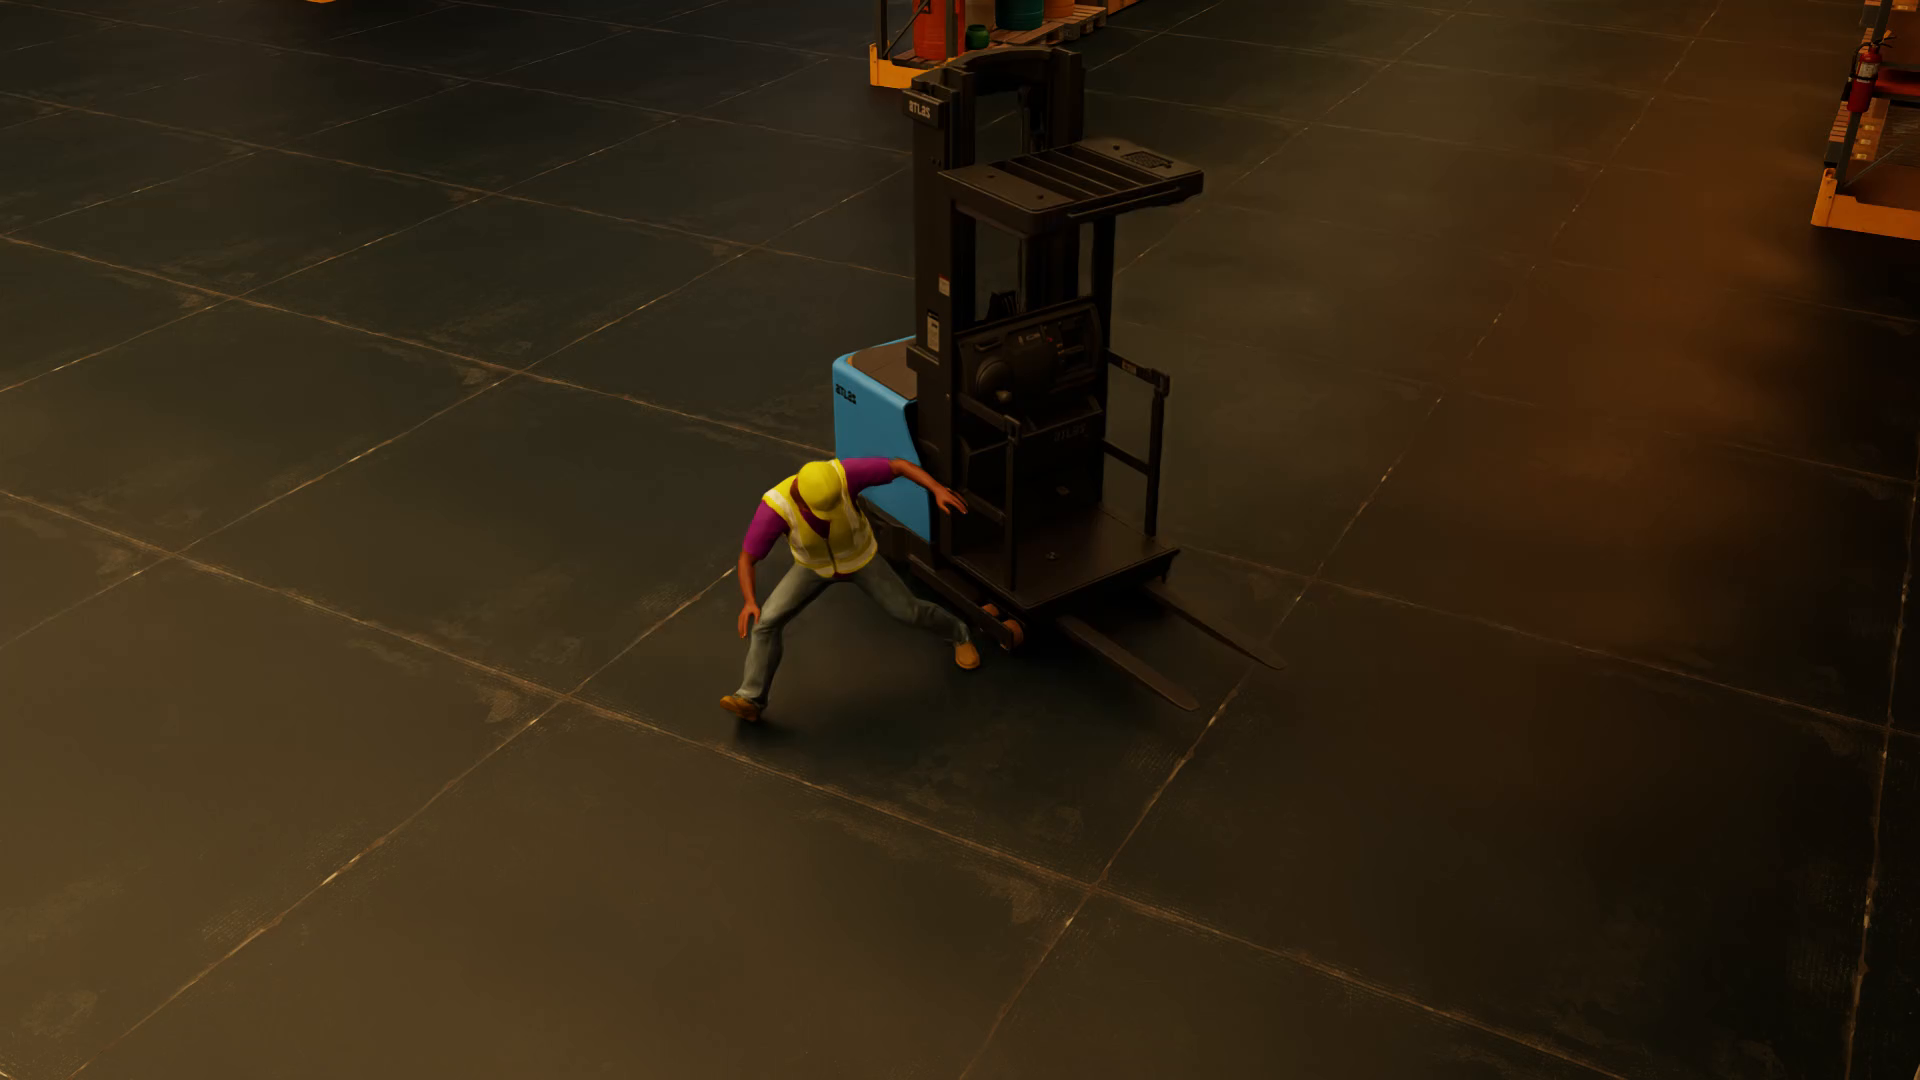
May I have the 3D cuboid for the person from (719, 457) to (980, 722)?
[{"bbox_3d":[-0.549,0.183,8.288,1.335,1.422,0.830,-2,30,-3],"label":"person"}]

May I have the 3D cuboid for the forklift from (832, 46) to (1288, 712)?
[{"bbox_3d":[0.509,-0.950,8.717,1.130,2.935,3.031,-20,36,-31],"label":"forklift"}]
